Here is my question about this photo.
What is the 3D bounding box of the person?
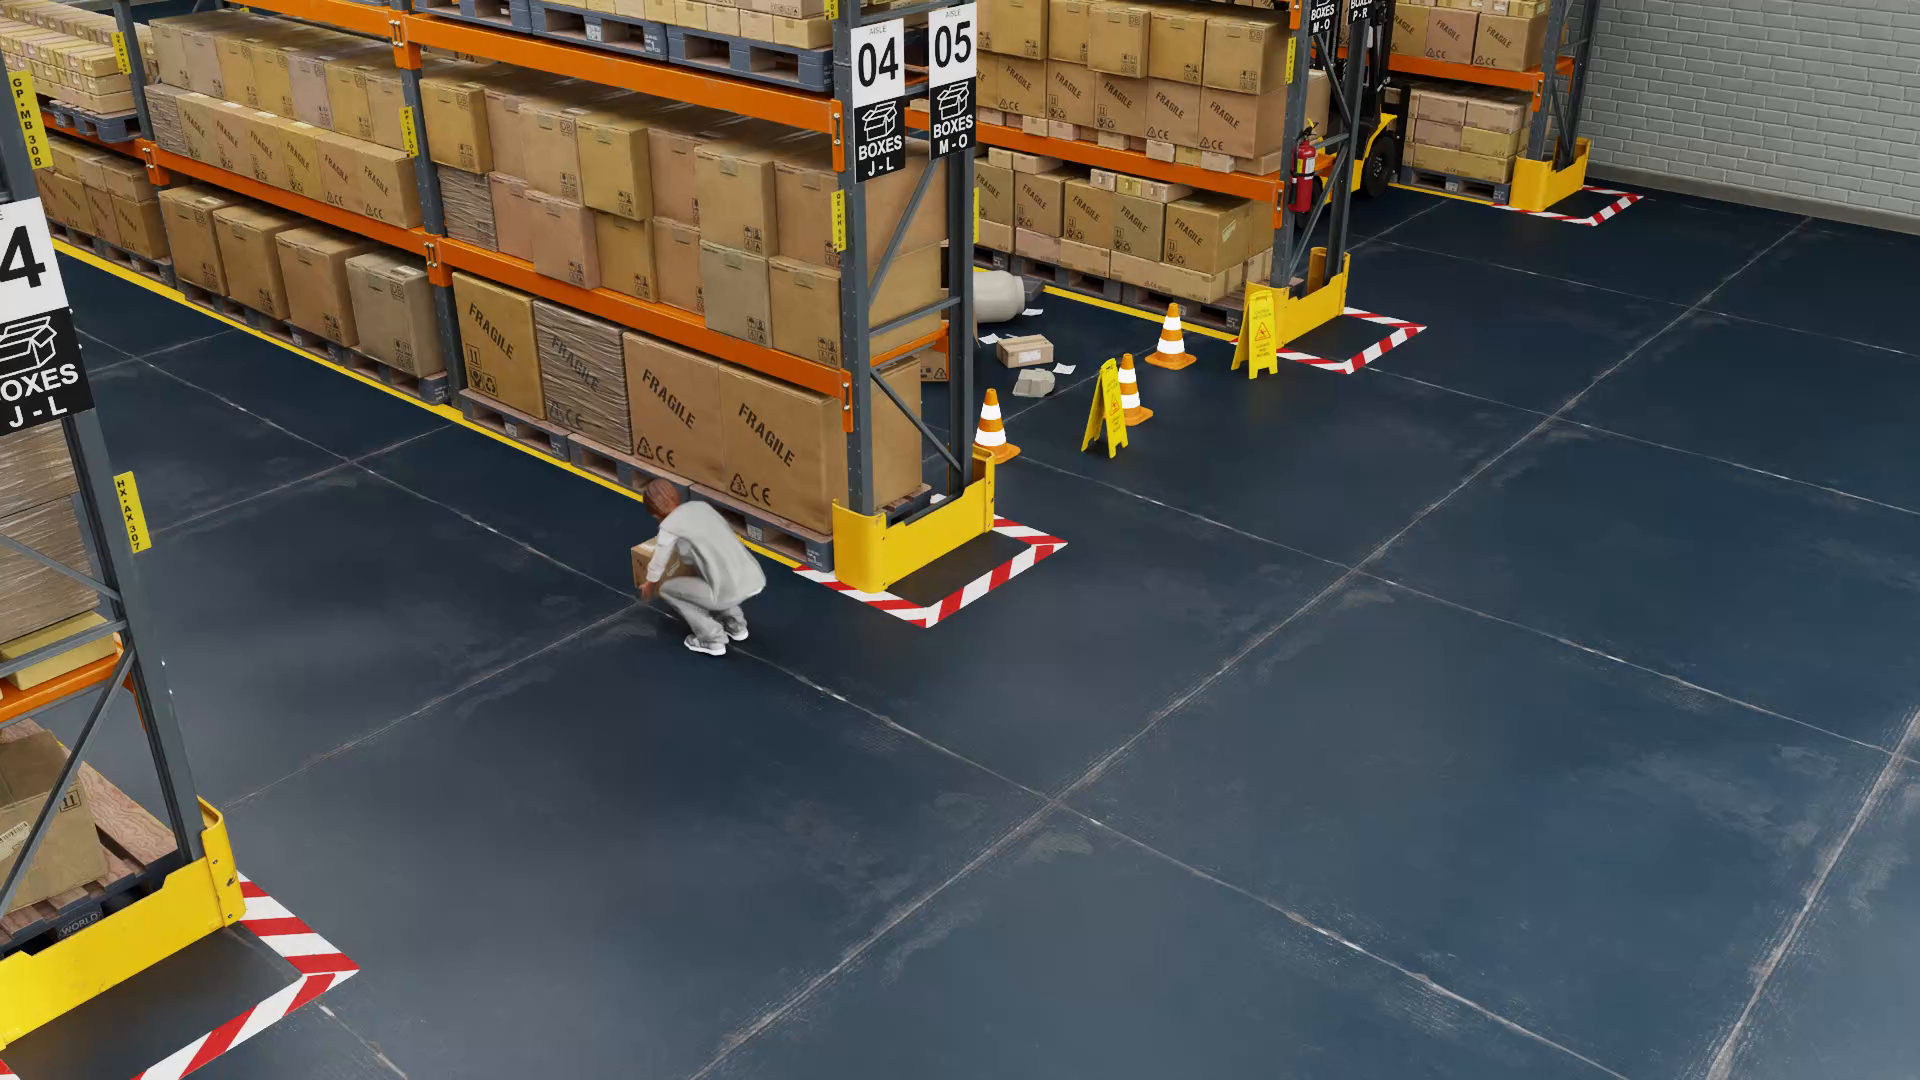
[{"bbox_3d":[-1.427,0.140,9.119,0.793,0.906,0.425,20,34,33],"label":"person"}]
